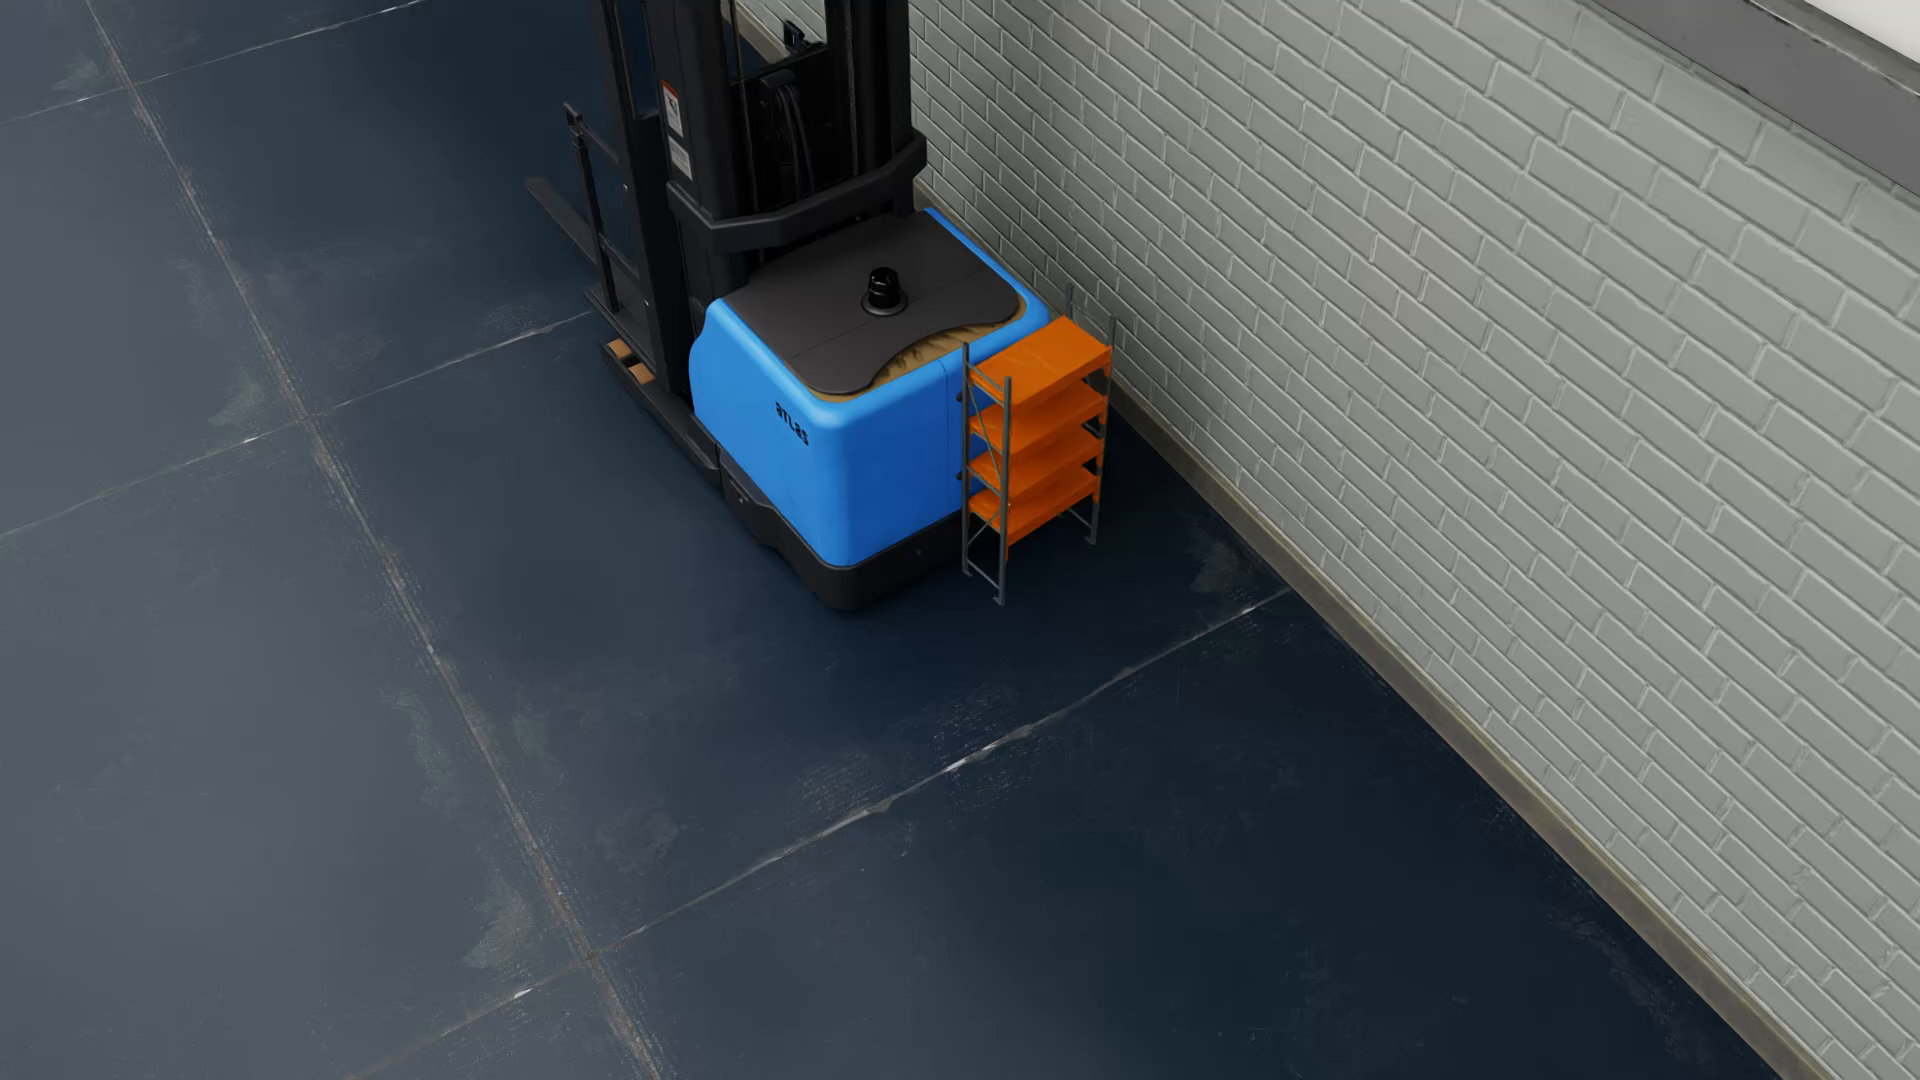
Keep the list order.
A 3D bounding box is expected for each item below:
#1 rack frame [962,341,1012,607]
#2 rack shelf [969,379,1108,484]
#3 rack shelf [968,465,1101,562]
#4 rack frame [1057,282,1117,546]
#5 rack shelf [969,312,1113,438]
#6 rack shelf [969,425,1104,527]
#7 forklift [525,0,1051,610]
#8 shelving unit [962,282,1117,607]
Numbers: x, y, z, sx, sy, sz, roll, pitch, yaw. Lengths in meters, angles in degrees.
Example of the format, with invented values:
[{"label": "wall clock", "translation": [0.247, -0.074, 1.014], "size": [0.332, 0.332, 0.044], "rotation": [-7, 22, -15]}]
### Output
[{"label": "rack frame", "translation": [0.091, -0.211, 6.080], "size": [0.015, 1.200, 0.240], "rotation": [-32, 56, -26]}, {"label": "rack shelf", "translation": [0.277, -0.433, 6.068], "size": [0.480, 0.148, 0.258], "rotation": [-32, 56, -26]}, {"label": "rack shelf", "translation": [0.277, -0.152, 6.383], "size": [0.480, 0.148, 0.258], "rotation": [-32, 56, -26]}, {"label": "rack frame", "translation": [0.463, -0.447, 6.290], "size": [0.015, 1.200, 0.240], "rotation": [-32, 56, -26]}, {"label": "rack shelf", "translation": [0.277, -0.590, 5.891], "size": [0.480, 0.148, 0.258], "rotation": [-32, 56, -26]}, {"label": "rack shelf", "translation": [0.277, -0.284, 6.235], "size": [0.480, 0.148, 0.258], "rotation": [-32, 56, -26]}, {"label": "forklift", "translation": [-0.922, -1.772, 6.311], "size": [1.130, 2.935, 3.031], "rotation": [-28, 54, -23]}, {"label": "shelving unit", "translation": [0.277, -0.329, 6.185], "size": [0.503, 1.200, 0.258], "rotation": [-32, 56, -26]}]
